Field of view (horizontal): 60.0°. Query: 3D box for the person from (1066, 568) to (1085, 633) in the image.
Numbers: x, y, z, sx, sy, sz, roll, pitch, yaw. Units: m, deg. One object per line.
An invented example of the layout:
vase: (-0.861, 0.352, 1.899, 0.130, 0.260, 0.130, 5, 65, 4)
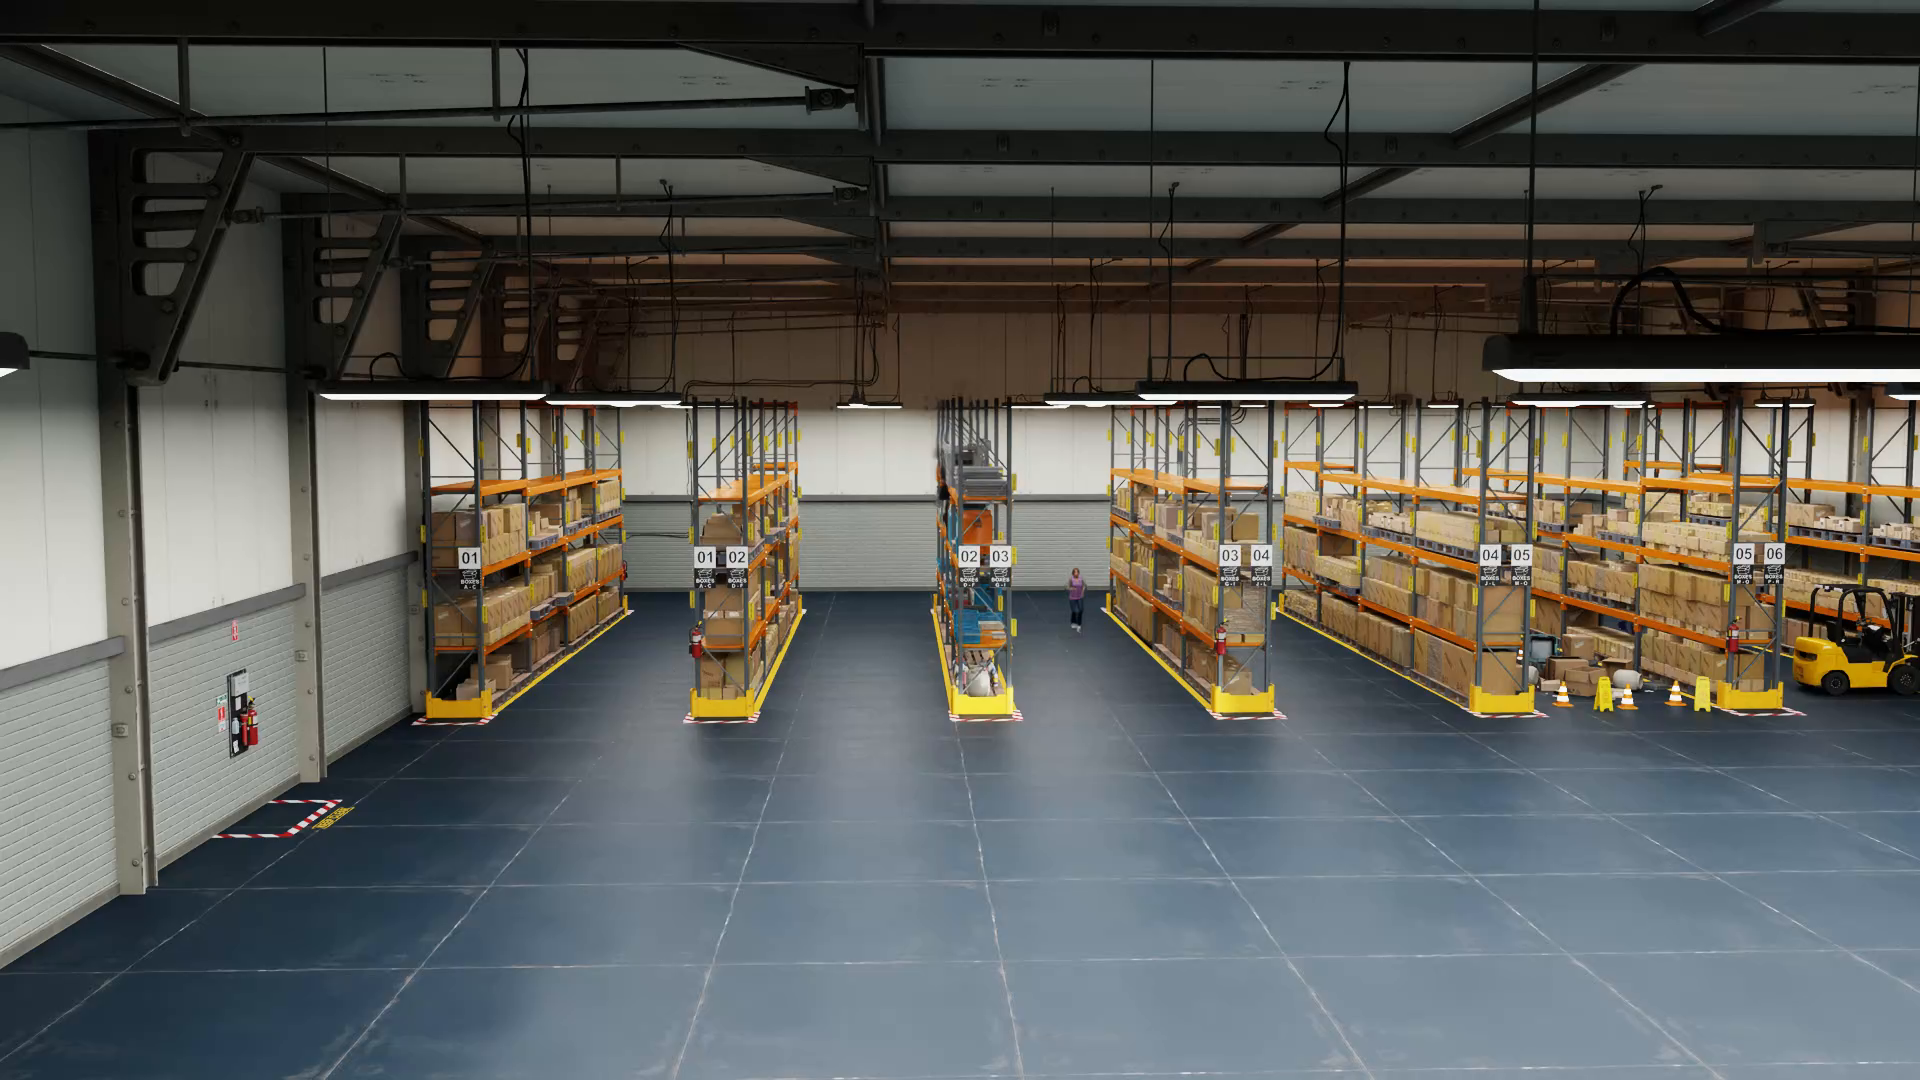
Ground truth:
person: (2.921, 1.506, 41.742, 0.514, 1.618, 0.653, 0, 4, -6)

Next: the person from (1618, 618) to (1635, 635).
person: (16.441, 1.753, 40.822, 0.584, 1.621, 0.639, 0, 4, -1)

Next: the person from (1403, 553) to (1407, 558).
person: (13.286, 1.139, 49.453, 0.598, 1.554, 0.522, -1, 5, -13)

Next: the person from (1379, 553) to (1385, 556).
person: (11.624, 1.259, 45.783, 0.660, 1.790, 0.984, -1, 4, -9)
